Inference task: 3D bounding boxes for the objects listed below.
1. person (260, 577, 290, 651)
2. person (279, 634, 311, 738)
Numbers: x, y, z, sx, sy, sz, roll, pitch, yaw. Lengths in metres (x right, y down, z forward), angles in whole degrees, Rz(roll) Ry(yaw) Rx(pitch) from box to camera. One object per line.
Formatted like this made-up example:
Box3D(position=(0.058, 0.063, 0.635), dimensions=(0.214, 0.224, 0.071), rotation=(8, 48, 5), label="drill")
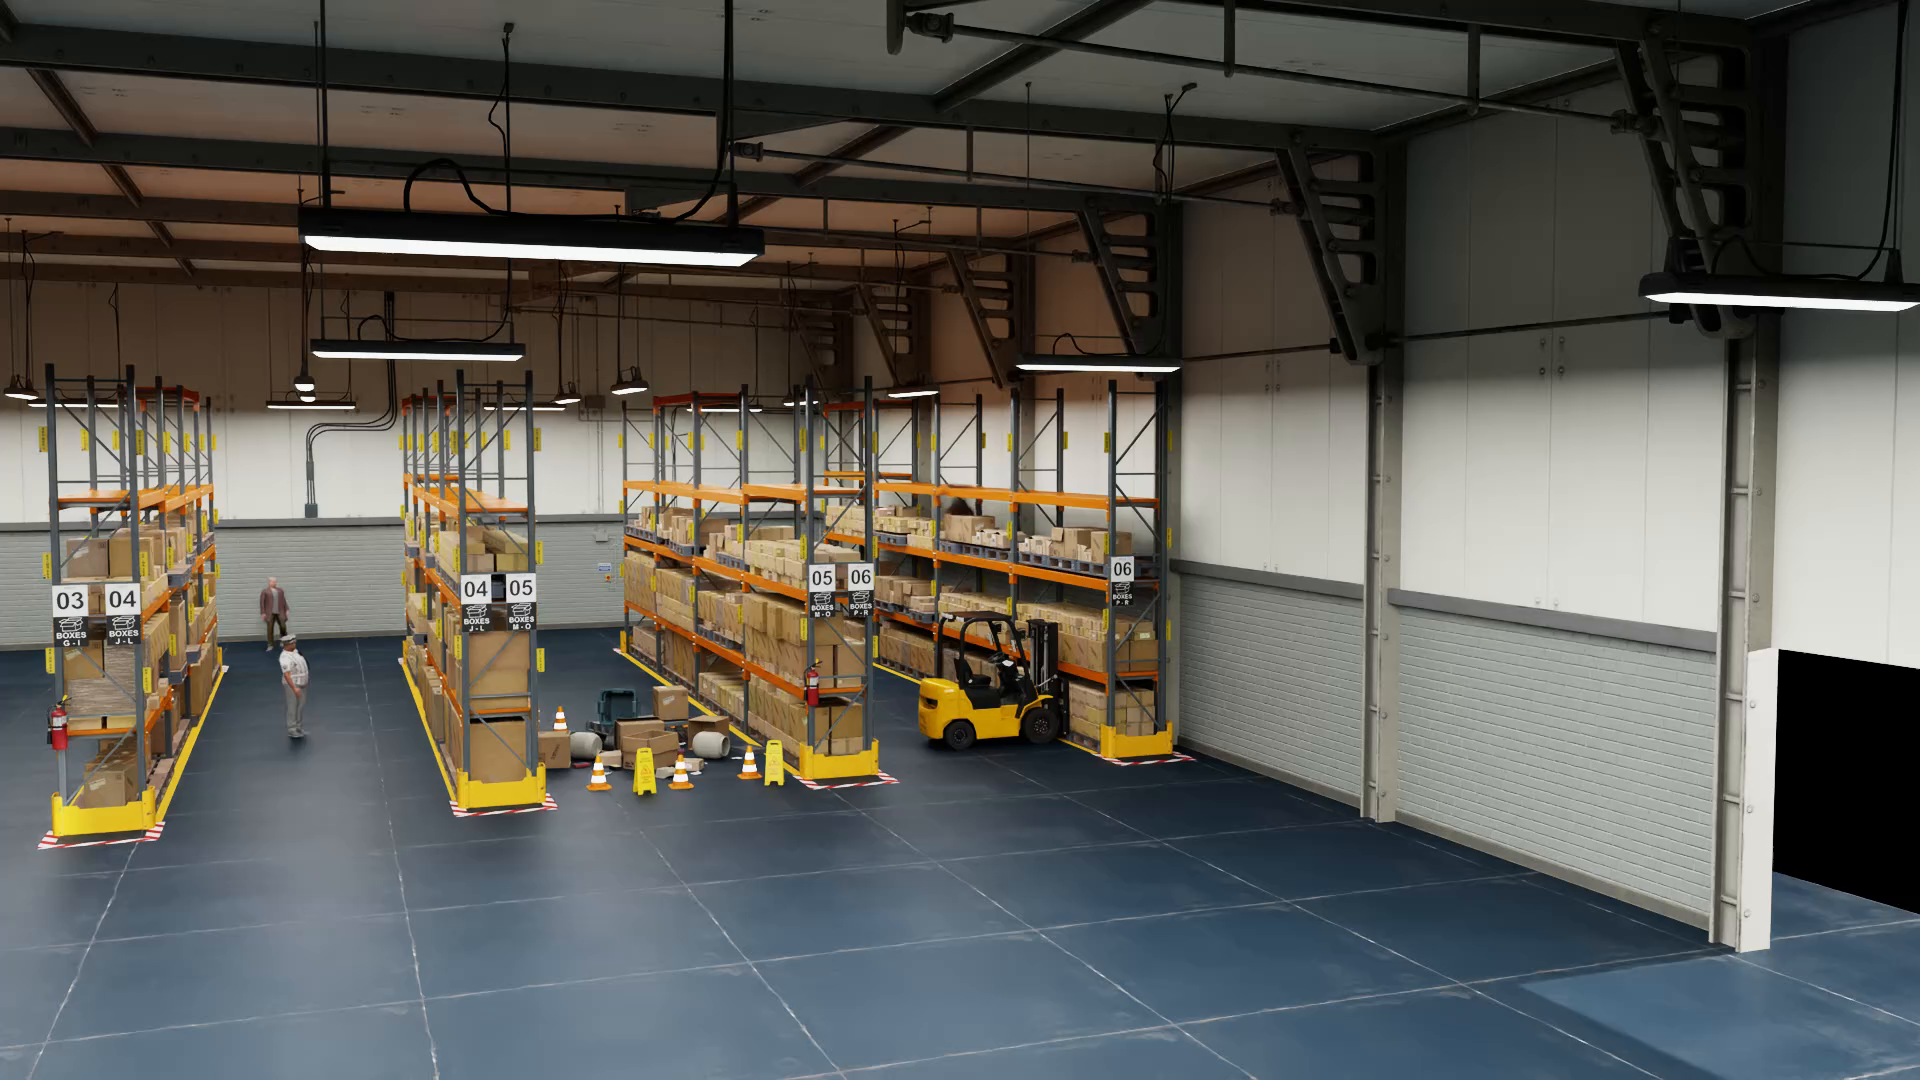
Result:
Box3D(position=(-16.555, 1.783, 40.203), dimensions=(0.677, 1.776, 0.602), rotation=(-2, 4, -25), label="person")
Box3D(position=(-11.335, 2.495, 28.404), dimensions=(0.420, 1.800, 0.681), rotation=(0, 3, 2), label="person")
